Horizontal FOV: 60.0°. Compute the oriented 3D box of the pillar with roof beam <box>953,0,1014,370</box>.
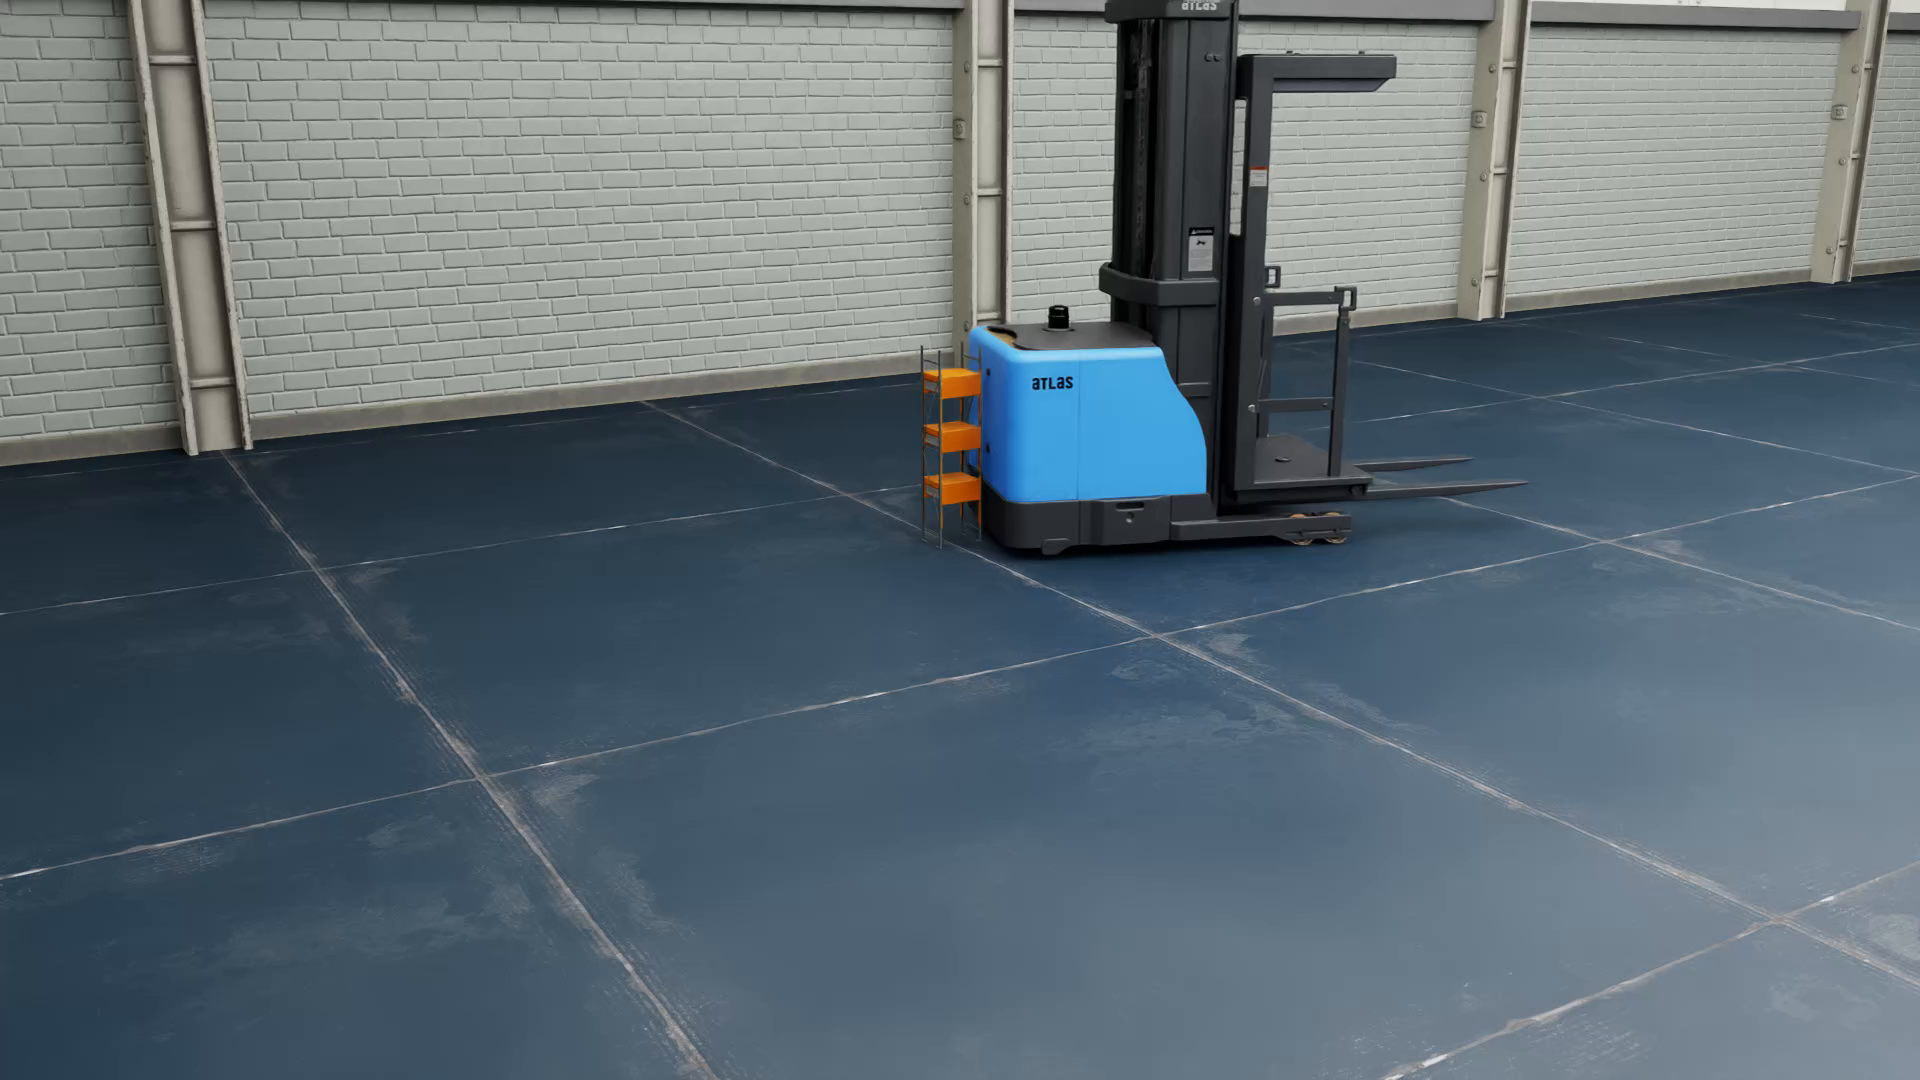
[{"bbox_3d":[2.404,-4.787,9.316,0.400,9.000,9.100,-9,18,-30],"label":"pillar with roof beam"}]

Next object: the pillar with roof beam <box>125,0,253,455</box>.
[{"bbox_3d":[-2.739,-3.953,6.340,0.400,9.000,9.100,-9,18,-30],"label":"pillar with roof beam"}]

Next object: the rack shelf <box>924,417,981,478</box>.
[{"bbox_3d":[-0.046,-0.488,8.744,0.240,0.259,0.215,-9,18,-30],"label":"rack shelf"}]

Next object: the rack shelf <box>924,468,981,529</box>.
[{"bbox_3d":[-0.046,-0.220,8.819,0.240,0.259,0.215,-9,18,-30],"label":"rack shelf"}]

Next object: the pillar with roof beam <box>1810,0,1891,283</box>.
[{"bbox_3d":[12.690,-6.455,15.266,0.400,9.000,9.100,-9,18,-30],"label":"pillar with roof beam"}]

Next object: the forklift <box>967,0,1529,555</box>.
[{"bbox_3d":[1.609,-1.516,8.889,3.031,2.935,1.130,-3,16,-12],"label":"forklift"}]

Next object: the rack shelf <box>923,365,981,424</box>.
[{"bbox_3d":[-0.046,-0.761,8.668,0.240,0.259,0.215,-9,18,-30],"label":"rack shelf"}]

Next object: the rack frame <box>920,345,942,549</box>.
[{"bbox_3d":[-0.150,-0.481,8.681,0.008,1.050,0.200,-9,18,-30],"label":"rack frame"}]

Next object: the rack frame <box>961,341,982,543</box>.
[{"bbox_3d":[0.059,-0.515,8.802,0.008,1.050,0.200,-9,18,-30],"label":"rack frame"}]

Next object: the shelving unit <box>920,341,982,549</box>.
[{"bbox_3d":[-0.046,-0.498,8.742,0.252,1.050,0.215,-9,18,-30],"label":"shelving unit"}]

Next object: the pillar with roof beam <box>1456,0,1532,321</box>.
[{"bbox_3d":[7.547,-5.621,12.291,0.400,9.000,9.100,-9,18,-30],"label":"pillar with roof beam"}]
